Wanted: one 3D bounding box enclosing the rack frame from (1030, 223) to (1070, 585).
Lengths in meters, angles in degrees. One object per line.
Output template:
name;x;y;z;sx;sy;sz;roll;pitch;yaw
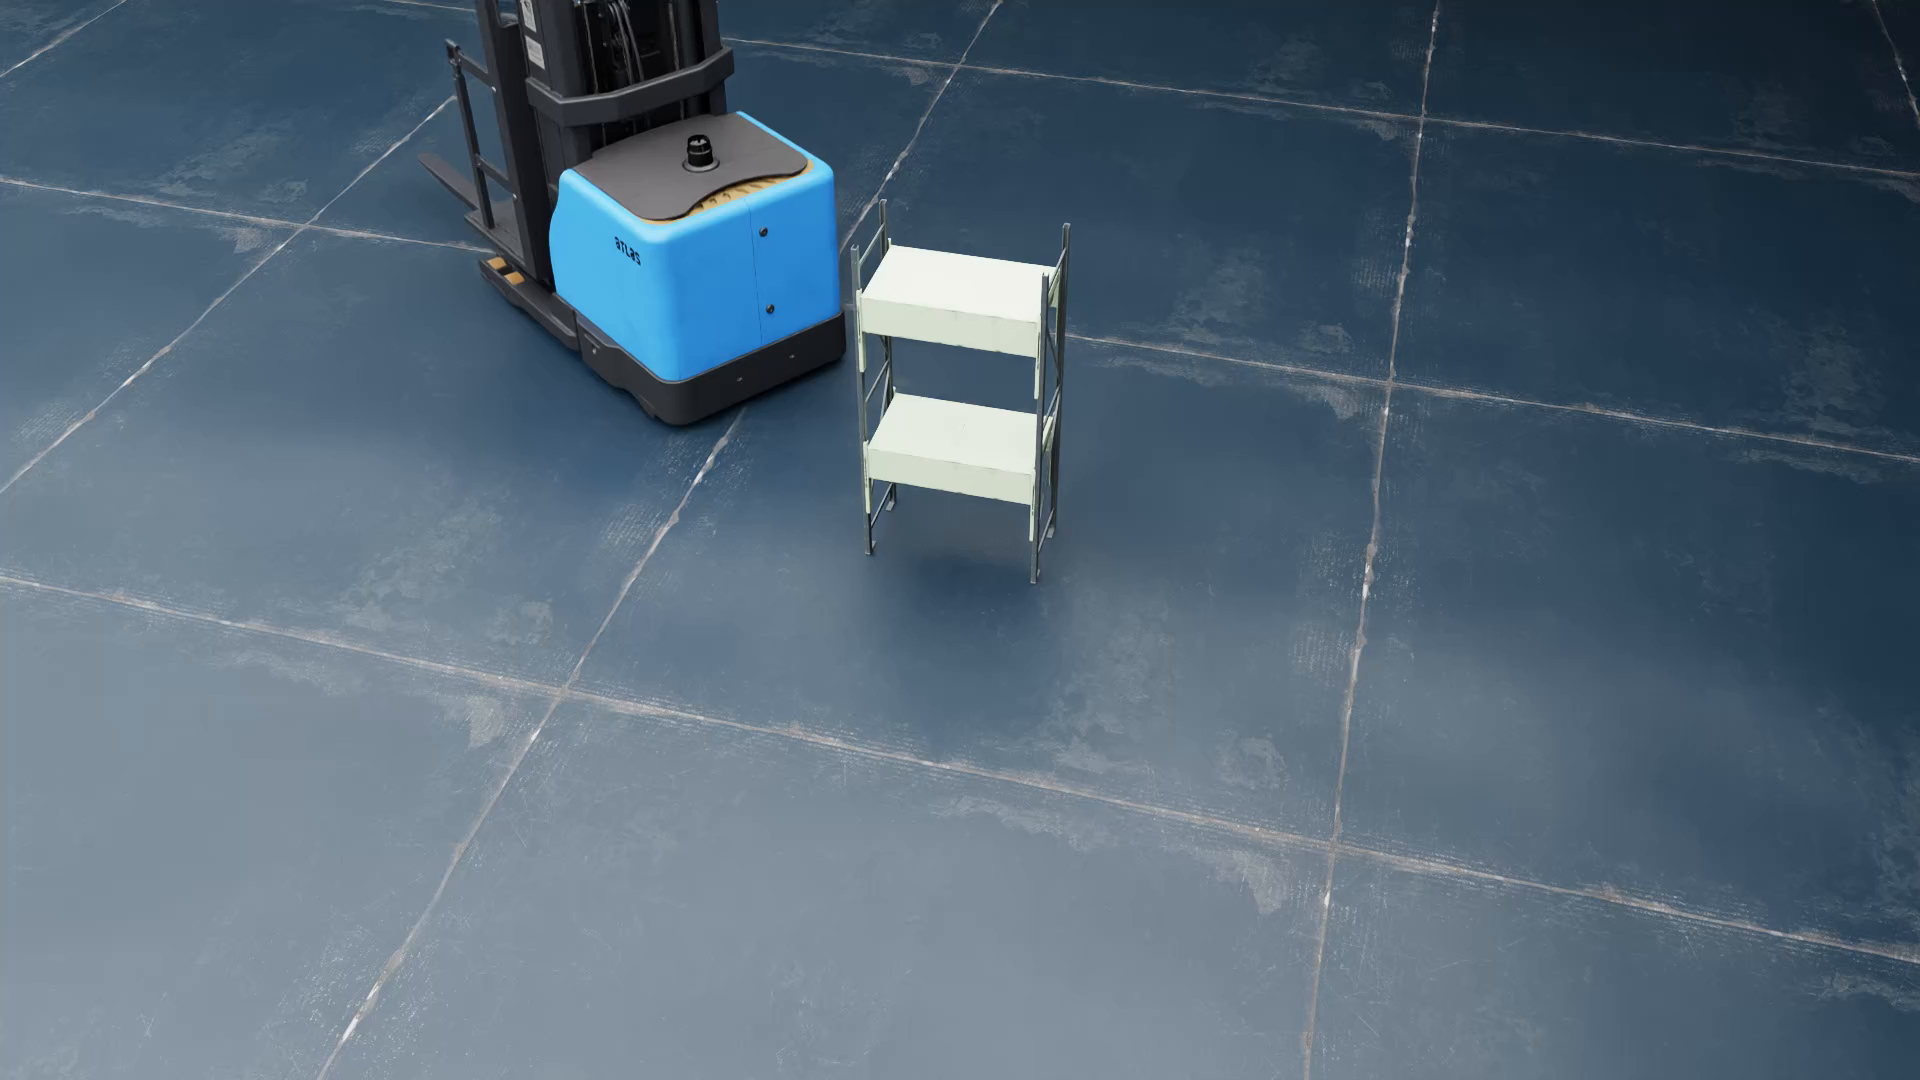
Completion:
rack frame;0.360;-0.512;6.694;0.023;1.500;0.400;10;41;11

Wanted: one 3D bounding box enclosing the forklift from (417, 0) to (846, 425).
forklift;-1.889;-2.542;7.998;1.130;2.935;3.031;-28;47;-29

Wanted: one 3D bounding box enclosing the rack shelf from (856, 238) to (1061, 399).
rack shelf;0.006;-0.872;6.515;0.720;0.370;0.431;10;41;11

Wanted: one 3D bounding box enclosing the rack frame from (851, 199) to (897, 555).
rack frame;-0.347;-0.634;6.839;0.023;1.500;0.400;10;41;11

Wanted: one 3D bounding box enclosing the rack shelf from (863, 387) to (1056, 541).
rack shelf;0.006;-0.324;6.976;0.720;0.370;0.431;10;41;11

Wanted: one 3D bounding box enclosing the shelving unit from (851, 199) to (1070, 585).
shelving unit;0.006;-0.573;6.766;0.755;1.500;0.431;10;41;11
